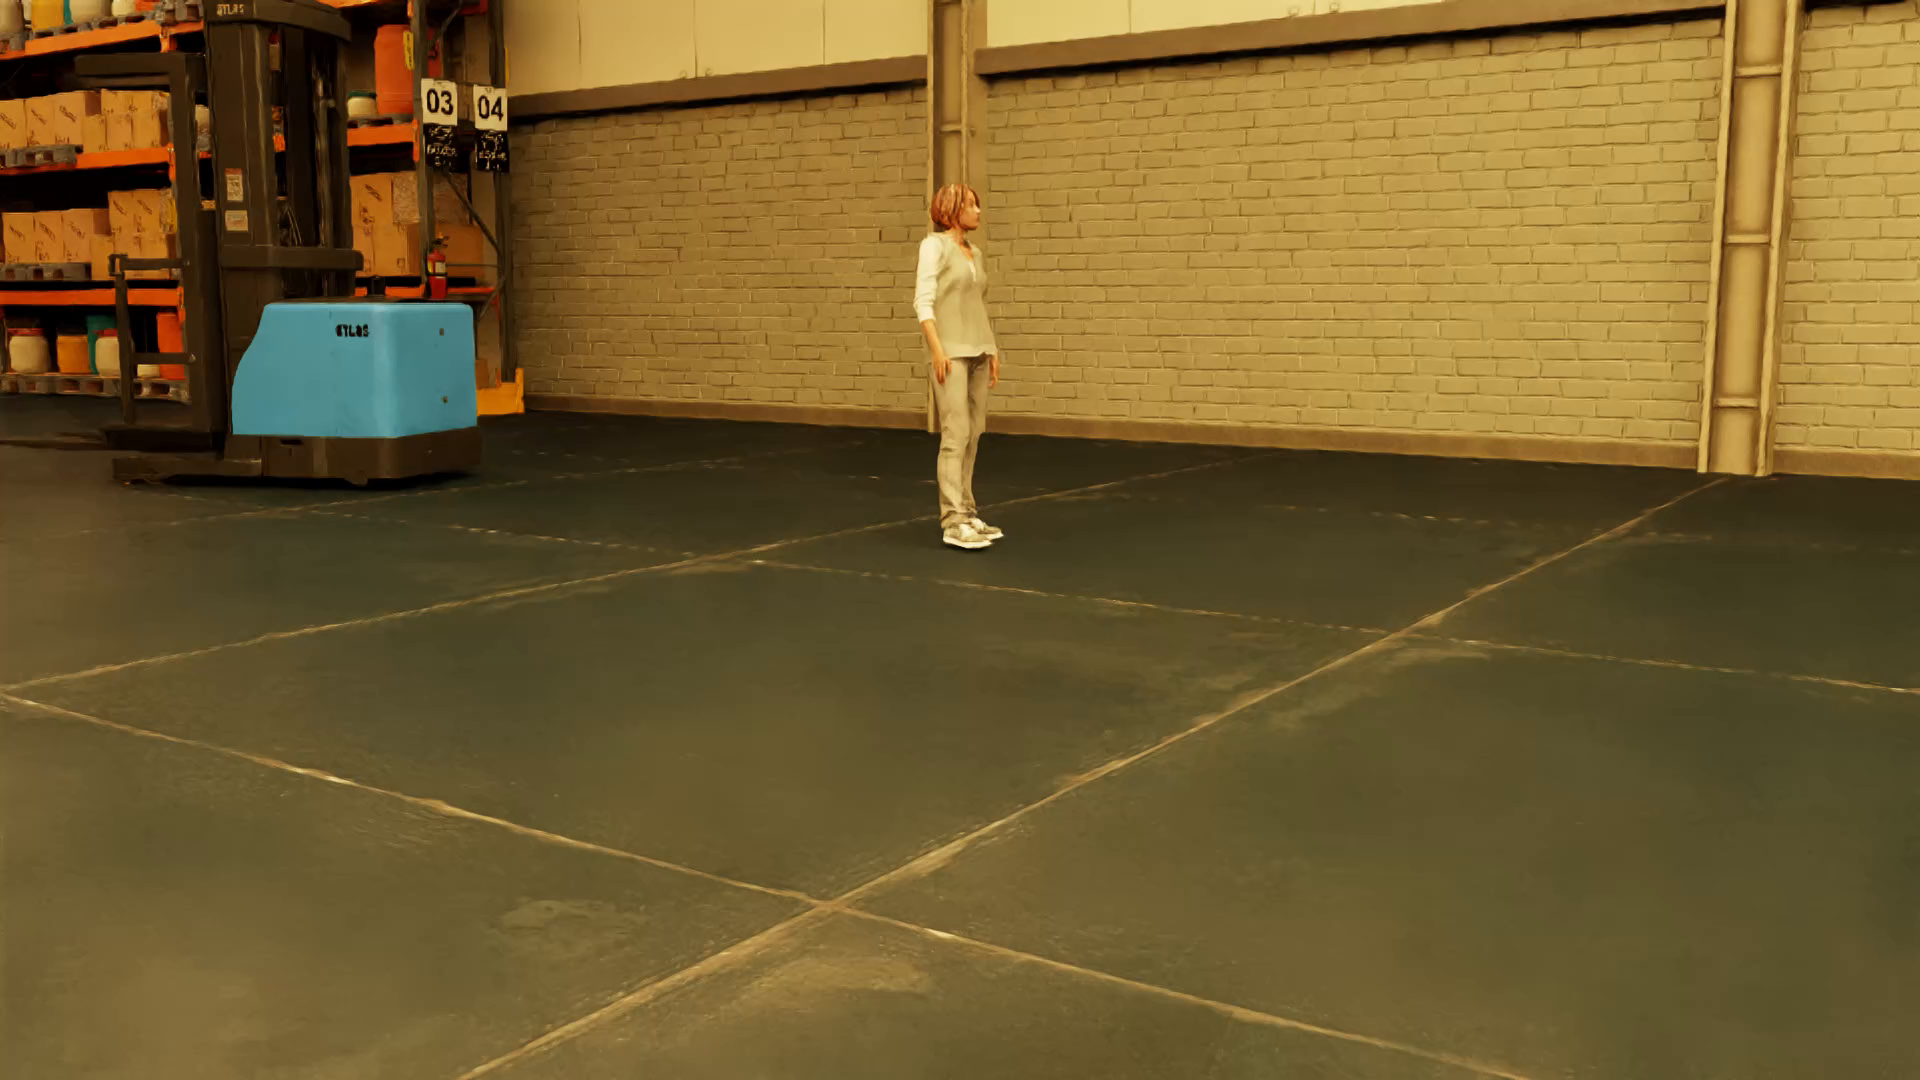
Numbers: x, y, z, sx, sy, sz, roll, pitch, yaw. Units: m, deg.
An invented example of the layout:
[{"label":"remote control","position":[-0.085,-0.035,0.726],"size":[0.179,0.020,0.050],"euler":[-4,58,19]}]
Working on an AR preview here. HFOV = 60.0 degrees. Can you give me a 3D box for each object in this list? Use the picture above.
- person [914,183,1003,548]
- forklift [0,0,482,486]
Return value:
[{"label":"person","position":[0.054,-0.790,7.438],"size":[0.474,1.597,0.521],"euler":[5,10,34]},{"label":"forklift","position":[-4.586,-1.850,10.201],"size":[3.031,2.935,1.130],"euler":[2,8,14]}]
